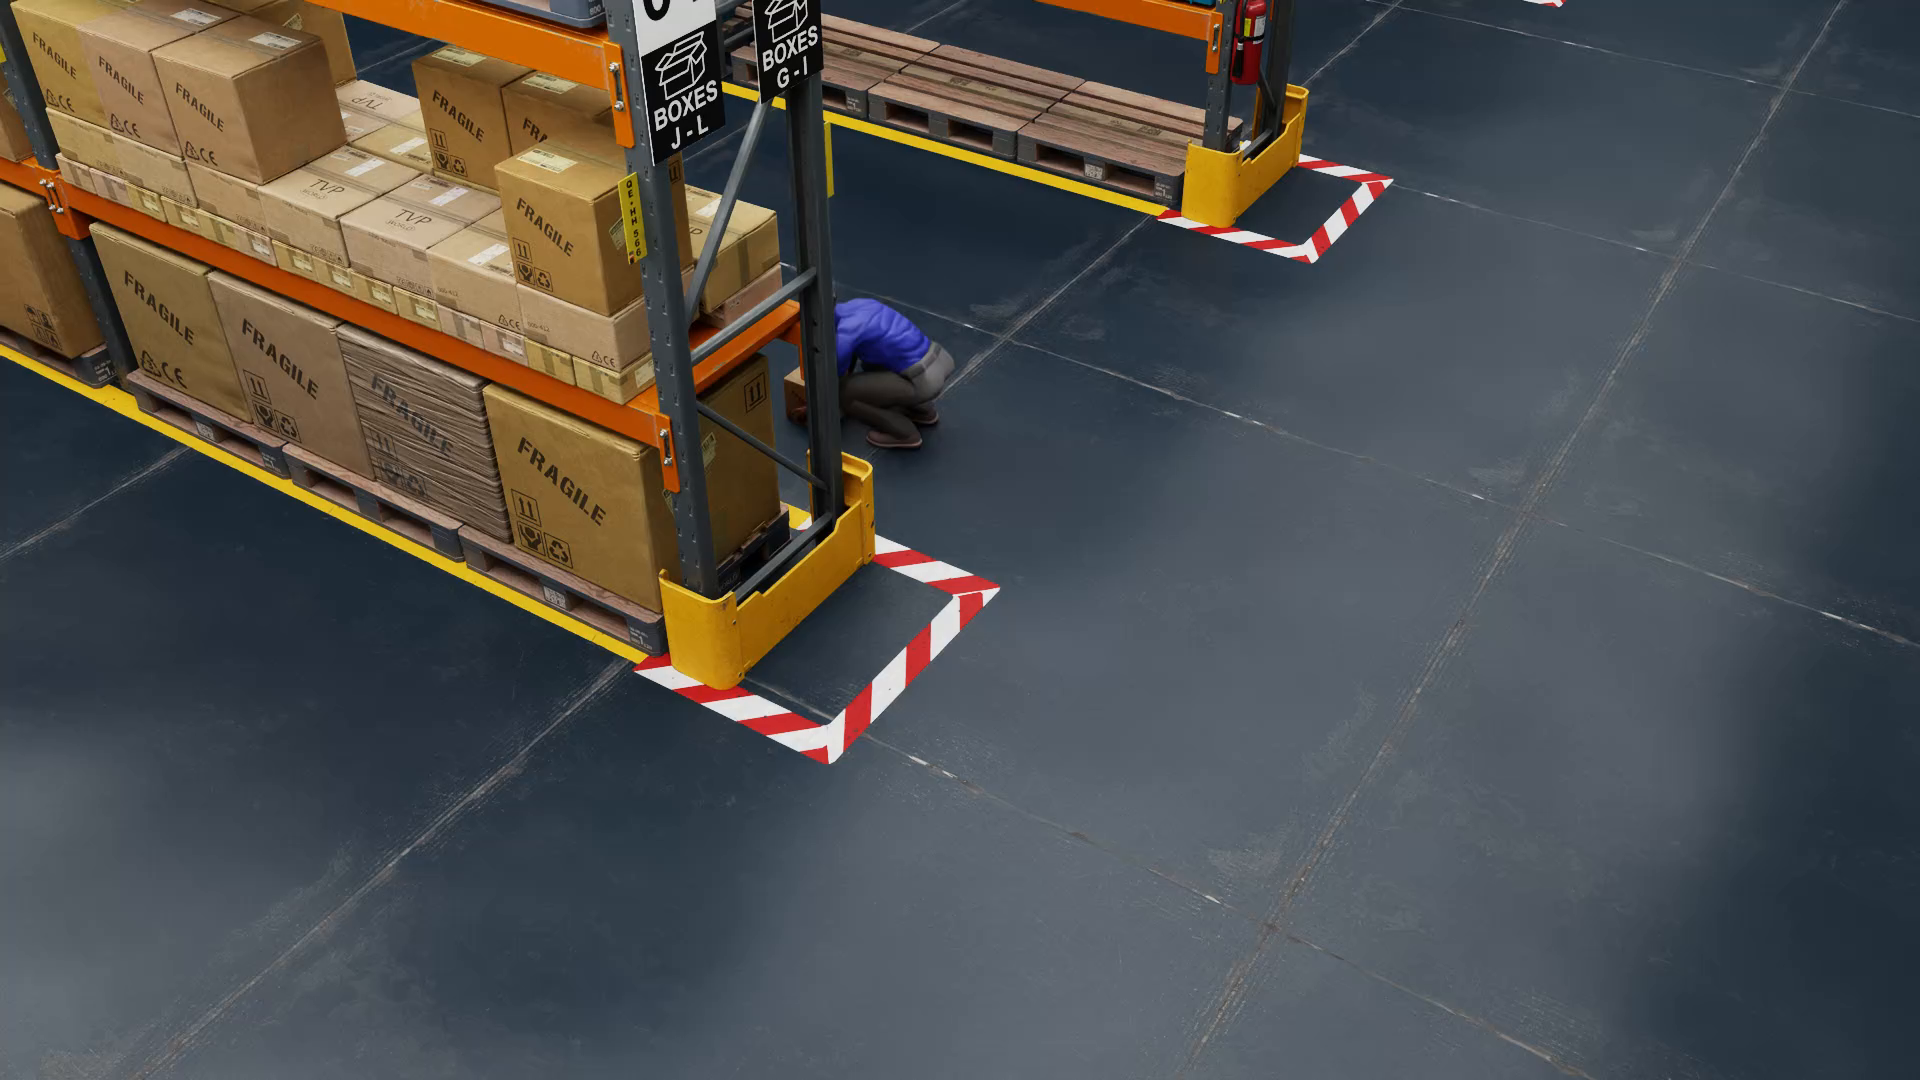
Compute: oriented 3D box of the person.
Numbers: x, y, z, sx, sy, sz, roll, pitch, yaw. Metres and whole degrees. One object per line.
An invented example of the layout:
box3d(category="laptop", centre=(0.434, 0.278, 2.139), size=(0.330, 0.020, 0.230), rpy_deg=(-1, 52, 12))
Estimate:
box3d(category="person", centre=(-0.448, -0.904, 8.519), size=(0.827, 0.815, 0.479), rpy_deg=(12, 40, 15))
